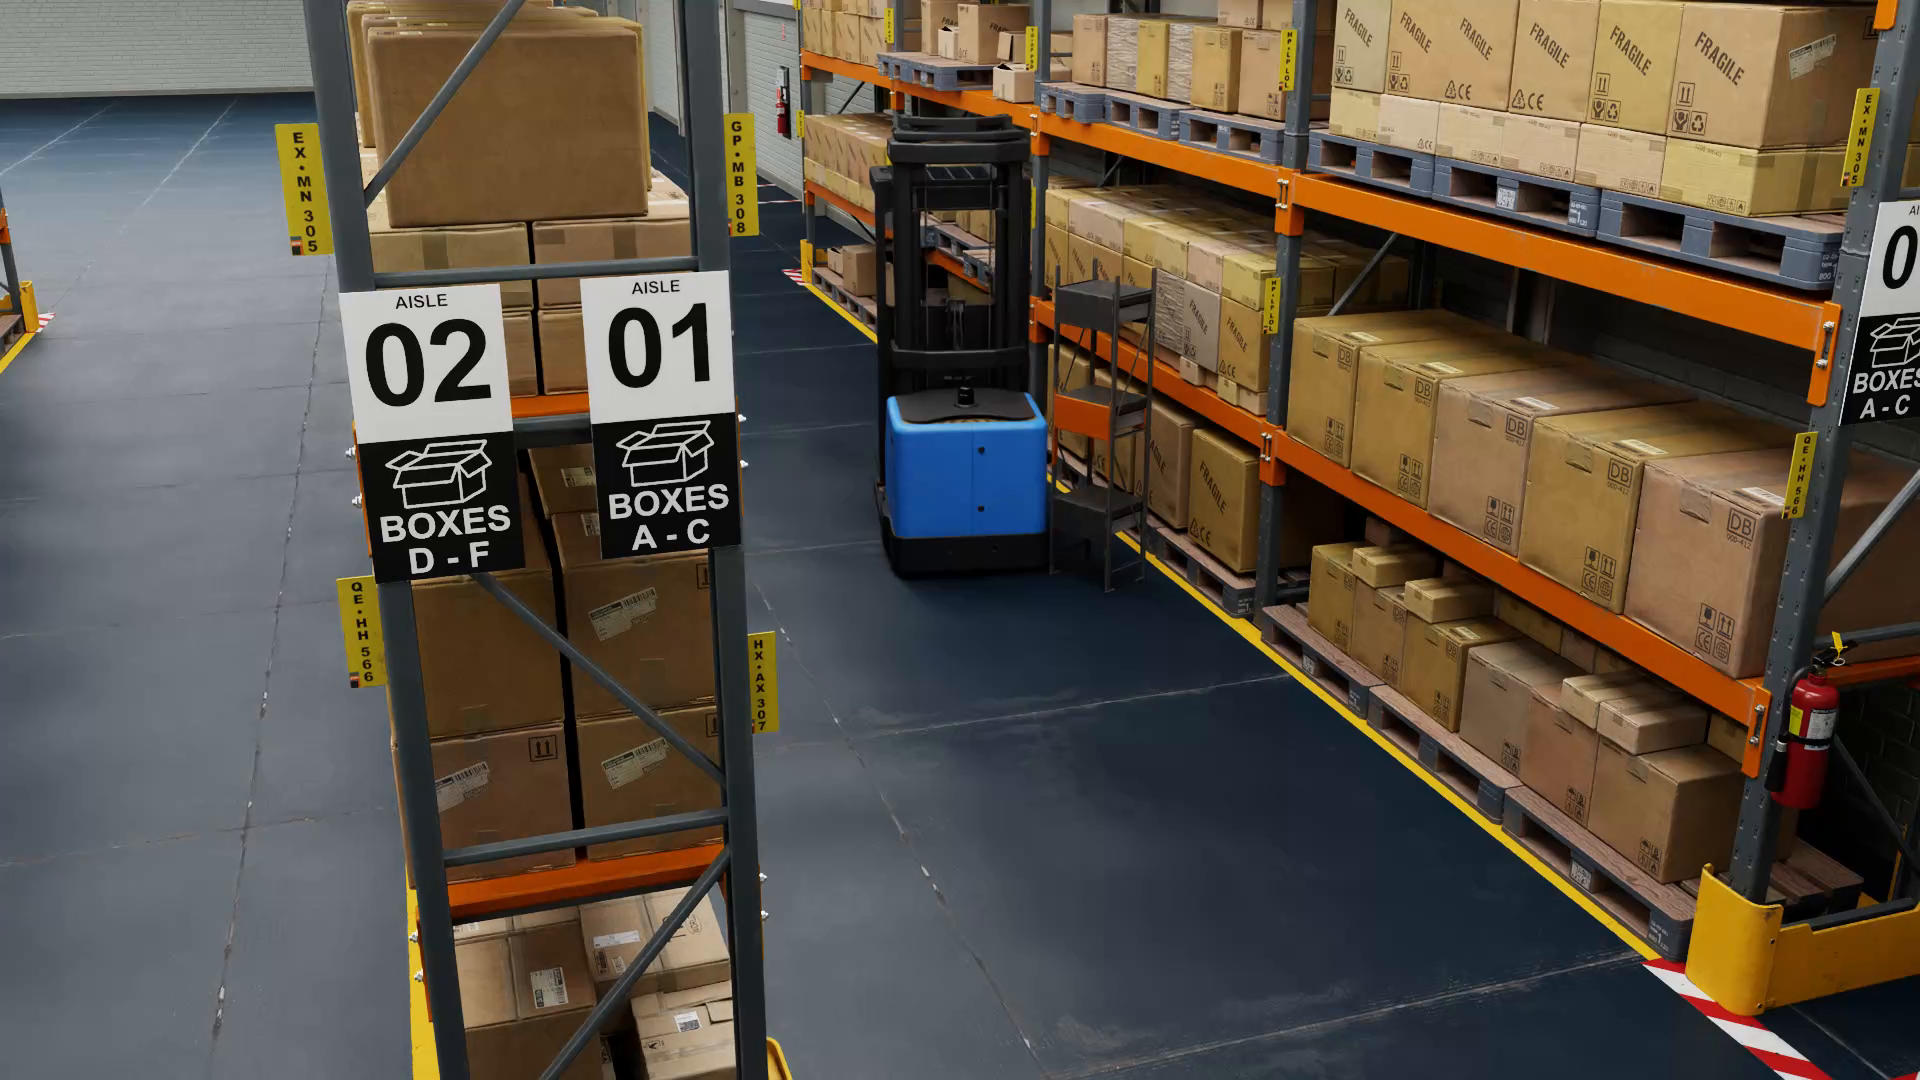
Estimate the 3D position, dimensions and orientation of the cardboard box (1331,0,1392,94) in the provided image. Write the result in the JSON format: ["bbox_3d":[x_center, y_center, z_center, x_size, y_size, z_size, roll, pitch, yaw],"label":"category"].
[{"bbox_3d":[2.288,-2.595,8.610,0.500,0.500,0.500,-7,21,-18],"label":"cardboard box"}]

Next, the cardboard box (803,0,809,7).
[{"bbox_3d":[-1.551,-6.555,19.635,0.500,0.500,0.500,-8,21,-21],"label":"cardboard box"}]

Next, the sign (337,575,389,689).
[{"bbox_3d":[-1.647,0.255,4.588,0.100,0.325,0.005,-6,21,-17],"label":"sign"}]

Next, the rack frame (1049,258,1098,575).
[{"bbox_3d":[0.751,-0.799,11.035,0.015,2.100,0.400,19,27,41],"label":"rack frame"}]

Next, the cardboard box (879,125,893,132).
[{"bbox_3d":[-0.618,-4.439,18.921,0.500,0.500,0.500,-6,21,-16],"label":"cardboard box"}]

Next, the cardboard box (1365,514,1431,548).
[{"bbox_3d":[2.611,-0.058,9.758,0.380,0.149,0.250,-7,21,-18],"label":"cardboard box"}]

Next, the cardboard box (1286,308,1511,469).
[{"bbox_3d":[2.485,-0.880,9.486,0.980,0.700,0.700,-6,21,-16],"label":"cardboard box"}]

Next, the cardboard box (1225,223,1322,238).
[{"bbox_3d":[2.100,-1.967,11.229,0.500,0.250,0.500,-7,21,-19],"label":"cardboard box"}]

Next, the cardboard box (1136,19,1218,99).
[{"bbox_3d":[1.658,-3.371,11.629,0.700,0.500,0.500,-5,20,-14],"label":"cardboard box"}]

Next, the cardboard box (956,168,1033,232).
[{"bbox_3d":[0.349,-3.181,15.537,0.700,0.500,0.500,-4,20,-10],"label":"cardboard box"}]

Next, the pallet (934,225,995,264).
[{"bbox_3d":[0.412,-2.739,15.389,1.003,0.211,1.213,-6,21,-17],"label":"pallet"}]

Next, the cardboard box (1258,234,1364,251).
[{"bbox_3d":[2.262,-1.807,10.782,0.500,0.250,0.500,-6,21,-17],"label":"cardboard box"}]

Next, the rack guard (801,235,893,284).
[{"bbox_3d":[-1.418,-3.565,21.102,1.175,0.500,0.348,-6,21,-17],"label":"rack guard"}]

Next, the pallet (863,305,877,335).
[{"bbox_3d":[-0.429,-2.382,18.235,1.003,0.211,1.213,-6,21,-17],"label":"pallet"}]

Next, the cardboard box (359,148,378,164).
[{"bbox_3d":[-1.992,-1.299,6.140,0.500,0.250,0.500,-6,21,-17],"label":"cardboard box"}]

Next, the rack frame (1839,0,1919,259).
[{"bbox_3d":[3.587,-2.455,5.438,1.000,3.000,0.127,-6,21,-17],"label":"rack frame"}]

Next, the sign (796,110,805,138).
[{"bbox_3d":[-1.957,-5.115,20.440,0.100,0.325,0.005,-6,21,-17],"label":"sign"}]

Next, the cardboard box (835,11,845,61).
[{"bbox_3d":[-1.083,-5.588,18.422,0.500,0.500,0.500,-5,20,-14],"label":"cardboard box"}]

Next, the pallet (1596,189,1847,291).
[{"bbox_3d":[3.344,-1.238,6.620,1.003,0.211,1.213,-6,21,-17],"label":"pallet"}]

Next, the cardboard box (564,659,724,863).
[{"bbox_3d":[-1.003,0.679,5.441,0.500,0.500,0.500,-6,21,-16],"label":"cardboard box"}]

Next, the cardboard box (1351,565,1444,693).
[{"bbox_3d":[2.623,0.476,9.229,0.700,0.500,0.500,-7,21,-18],"label":"cardboard box"}]

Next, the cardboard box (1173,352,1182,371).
[{"bbox_3d":[1.662,-1.215,11.203,0.380,0.149,0.250,-6,21,-17],"label":"cardboard box"}]

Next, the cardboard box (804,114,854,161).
[{"bbox_3d":[-1.577,-4.872,20.127,0.500,0.500,0.500,-6,21,-17],"label":"cardboard box"}]

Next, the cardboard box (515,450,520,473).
[{"bbox_3d":[-1.842,-0.063,6.027,0.500,0.500,0.500,-6,21,-16],"label":"cardboard box"}]

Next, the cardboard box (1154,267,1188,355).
[{"bbox_3d":[1.626,-1.557,11.198,0.500,0.500,0.500,-6,21,-17],"label":"cardboard box"}]

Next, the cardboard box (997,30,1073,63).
[{"bbox_3d":[0.753,-4.094,14.258,0.797,0.503,0.637,-3,20,-10],"label":"cardboard box"}]

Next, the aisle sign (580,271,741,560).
[{"bbox_3d":[-0.814,-0.336,4.570,0.394,0.787,0.004,-6,21,-17],"label":"aisle sign"}]

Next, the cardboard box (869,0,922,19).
[{"bbox_3d":[-0.599,-5.553,16.845,0.500,0.500,0.500,-8,21,-22],"label":"cardboard box"}]

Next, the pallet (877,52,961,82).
[{"bbox_3d":[-0.091,-4.596,16.115,1.213,0.211,1.003,-6,21,-17],"label":"pallet"}]

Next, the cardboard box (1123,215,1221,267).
[{"bbox_3d":[1.468,-2.079,11.541,0.500,0.250,0.500,-7,21,-18],"label":"cardboard box"}]

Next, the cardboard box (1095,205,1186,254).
[{"bbox_3d":[1.301,-2.242,11.995,0.500,0.250,0.500,-6,21,-17],"label":"cardboard box"}]

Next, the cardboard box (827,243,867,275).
[{"bbox_3d":[-1.310,-3.476,20.483,0.500,0.311,0.500,-9,22,-23],"label":"cardboard box"}]

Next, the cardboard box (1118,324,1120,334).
[{"bbox_3d":[1.317,-1.633,12.369,0.380,0.149,0.250,-6,21,-16],"label":"cardboard box"}]

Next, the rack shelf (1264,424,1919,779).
[{"bbox_3d":[2.959,0.066,8.361,1.077,0.370,4.000,-6,21,-17],"label":"rack shelf"}]

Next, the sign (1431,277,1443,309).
[{"bbox_3d":[2.856,-1.419,10.032,0.100,0.325,0.005,-6,21,-17],"label":"sign"}]

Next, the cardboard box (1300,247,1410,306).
[{"bbox_3d":[2.433,-1.640,10.317,0.500,0.250,0.500,-6,21,-16],"label":"cardboard box"}]

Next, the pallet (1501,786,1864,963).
[{"bbox_3d":[3.262,1.433,7.615,1.003,0.211,1.213,-6,21,-17],"label":"pallet"}]

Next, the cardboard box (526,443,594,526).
[{"bbox_3d":[-1.327,-0.120,6.186,0.500,0.500,0.500,-6,21,-16],"label":"cardboard box"}]

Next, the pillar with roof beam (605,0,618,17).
[{"bbox_3d":[-13.917,-16.626,44.893,9.100,9.000,0.400,-6,21,-17],"label":"pillar with roof beam"}]

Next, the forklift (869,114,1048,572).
[{"bbox_3d":[-0.076,-1.622,12.096,1.130,2.935,3.031,-2,20,-6],"label":"forklift"}]

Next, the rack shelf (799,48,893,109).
[{"bbox_3d":[-0.813,-5.197,18.575,1.077,0.370,4.000,-6,21,-17],"label":"rack shelf"}]

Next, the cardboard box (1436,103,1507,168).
[{"bbox_3d":[2.612,-1.922,7.846,0.500,0.250,0.500,-7,21,-19],"label":"cardboard box"}]

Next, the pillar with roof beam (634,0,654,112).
[{"bbox_3d":[-12.031,-14.701,39.533,9.100,9.000,0.400,-6,21,-17],"label":"pillar with roof beam"}]

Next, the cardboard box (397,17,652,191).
[{"bbox_3d":[-1.368,-1.366,5.217,0.700,0.500,0.500,-6,21,-17],"label":"cardboard box"}]

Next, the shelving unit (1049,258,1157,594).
[{"bbox_3d":[0.924,-0.741,10.874,0.503,2.100,0.431,19,27,41],"label":"shelving unit"}]

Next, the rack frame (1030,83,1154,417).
[{"bbox_3d":[1.073,-2.198,13.600,1.000,3.000,0.127,-6,21,-17],"label":"rack frame"}]

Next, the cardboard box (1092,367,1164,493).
[{"bbox_3d":[1.449,-0.853,12.412,0.750,0.750,0.750,-6,21,-17],"label":"cardboard box"}]

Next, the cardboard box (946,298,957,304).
[{"bbox_3d":[0.273,-2.118,16.422,0.700,0.500,0.500,-7,21,-18],"label":"cardboard box"}]

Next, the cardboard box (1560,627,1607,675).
[{"bbox_3d":[3.183,0.523,8.141,0.380,0.149,0.250,-6,21,-16],"label":"cardboard box"}]

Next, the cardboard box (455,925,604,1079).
[{"bbox_3d":[-1.519,1.717,5.745,0.500,0.500,0.500,-6,21,-17],"label":"cardboard box"}]

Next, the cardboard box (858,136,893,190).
[{"bbox_3d":[-0.789,-4.052,17.844,0.500,0.500,0.500,-7,21,-18],"label":"cardboard box"}]

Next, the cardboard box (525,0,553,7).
[{"bbox_3d":[-2.182,-2.165,7.441,0.700,0.500,0.500,-6,21,-17],"label":"cardboard box"}]

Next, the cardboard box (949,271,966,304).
[{"bbox_3d":[0.204,-2.490,16.350,0.500,0.250,0.500,-7,21,-18],"label":"cardboard box"}]

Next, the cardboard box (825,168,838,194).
[{"bbox_3d":[-1.258,-4.185,19.323,0.500,0.250,0.500,-7,21,-18],"label":"cardboard box"}]

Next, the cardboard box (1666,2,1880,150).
[{"bbox_3d":[3.098,-1.776,6.329,0.500,0.500,0.500,-6,21,-17],"label":"cardboard box"}]

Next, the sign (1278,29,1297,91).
[{"bbox_3d":[1.818,-2.657,9.209,0.100,0.325,0.005,-6,21,-17],"label":"sign"}]

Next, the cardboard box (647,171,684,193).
[{"bbox_3d":[-1.179,-1.034,5.402,0.500,0.250,0.500,-6,21,-17],"label":"cardboard box"}]

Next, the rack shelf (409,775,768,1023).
[{"bbox_3d":[-1.743,0.593,6.892,1.077,0.370,4.000,-6,21,-17],"label":"rack shelf"}]
